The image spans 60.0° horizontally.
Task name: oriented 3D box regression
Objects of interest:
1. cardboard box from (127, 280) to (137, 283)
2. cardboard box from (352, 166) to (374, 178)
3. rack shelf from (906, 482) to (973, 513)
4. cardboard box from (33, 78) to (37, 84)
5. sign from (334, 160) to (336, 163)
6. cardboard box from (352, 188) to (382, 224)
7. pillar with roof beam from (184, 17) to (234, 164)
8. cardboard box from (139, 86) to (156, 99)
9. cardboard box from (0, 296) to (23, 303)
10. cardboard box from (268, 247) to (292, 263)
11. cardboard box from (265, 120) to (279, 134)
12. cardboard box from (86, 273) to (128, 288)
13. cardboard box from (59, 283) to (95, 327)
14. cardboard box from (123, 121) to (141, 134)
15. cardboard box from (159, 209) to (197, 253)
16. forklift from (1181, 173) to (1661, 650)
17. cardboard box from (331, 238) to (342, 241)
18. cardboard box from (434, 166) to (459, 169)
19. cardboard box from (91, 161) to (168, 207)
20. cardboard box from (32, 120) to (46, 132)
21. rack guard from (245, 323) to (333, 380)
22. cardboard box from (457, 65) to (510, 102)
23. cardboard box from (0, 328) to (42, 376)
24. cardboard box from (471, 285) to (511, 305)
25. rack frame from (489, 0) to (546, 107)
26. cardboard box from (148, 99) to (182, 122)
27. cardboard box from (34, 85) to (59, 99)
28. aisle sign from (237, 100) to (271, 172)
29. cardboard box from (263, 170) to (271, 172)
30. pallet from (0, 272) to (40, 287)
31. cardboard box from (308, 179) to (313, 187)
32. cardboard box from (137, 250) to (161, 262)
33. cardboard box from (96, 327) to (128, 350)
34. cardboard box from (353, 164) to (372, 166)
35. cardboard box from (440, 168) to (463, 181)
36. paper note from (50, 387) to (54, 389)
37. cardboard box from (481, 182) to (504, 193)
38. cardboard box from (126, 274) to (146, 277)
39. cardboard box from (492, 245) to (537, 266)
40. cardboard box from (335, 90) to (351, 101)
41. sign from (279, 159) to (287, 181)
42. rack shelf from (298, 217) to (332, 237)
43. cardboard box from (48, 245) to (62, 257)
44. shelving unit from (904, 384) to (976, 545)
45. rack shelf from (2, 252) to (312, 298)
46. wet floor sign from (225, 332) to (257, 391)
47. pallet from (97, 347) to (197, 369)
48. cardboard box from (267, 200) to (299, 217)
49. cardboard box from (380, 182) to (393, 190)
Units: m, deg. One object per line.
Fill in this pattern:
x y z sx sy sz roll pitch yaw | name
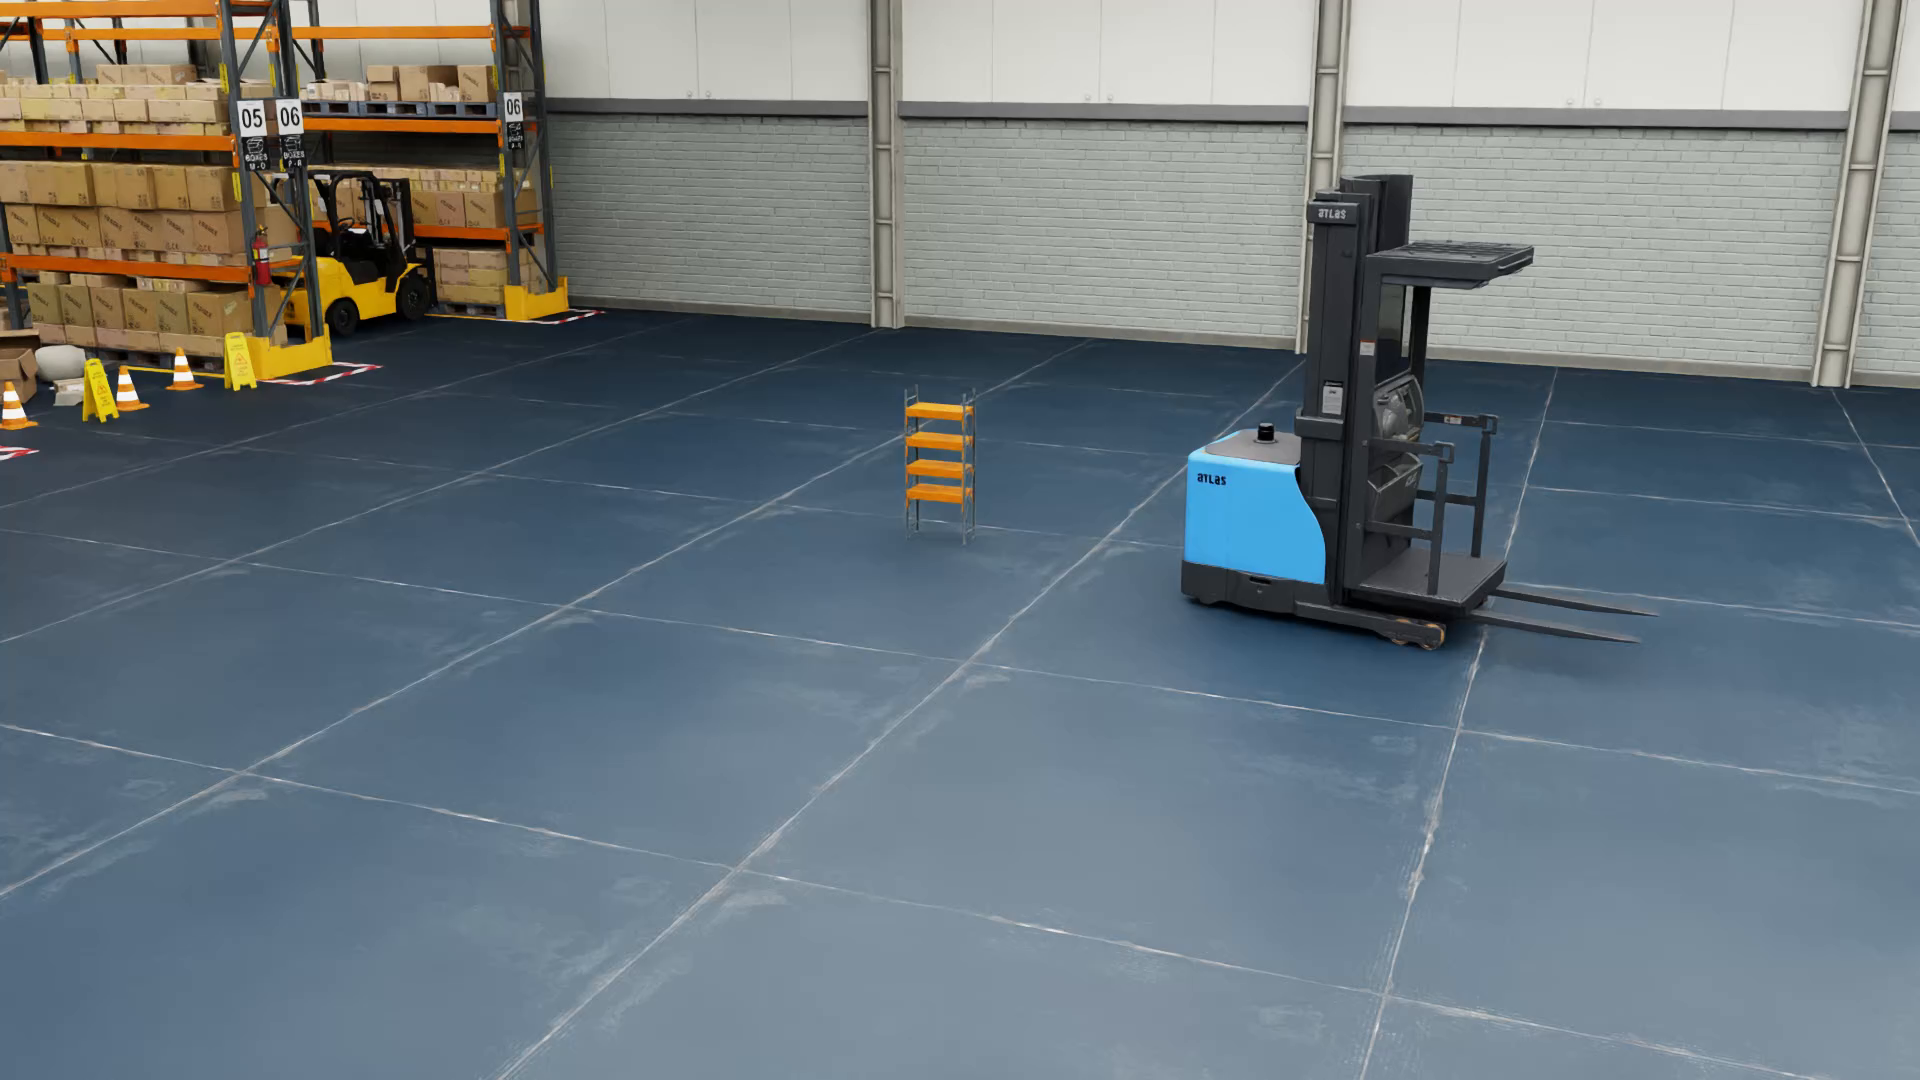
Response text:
-10.226 -3.054 21.146 0.500 0.500 0.500 7 18 24 | cardboard box
-8.848 -5.488 24.820 0.250 0.149 0.380 6 17 20 | cardboard box
-0.154 -0.338 13.139 0.480 0.148 0.258 6 17 21 | rack shelf
-14.627 -7.333 26.694 0.250 0.149 0.380 6 17 19 | cardboard box
-9.803 -5.792 26.051 0.005 0.325 0.100 6 17 21 | sign
-8.727 -5.029 24.937 0.500 0.500 0.500 6 17 20 | cardboard box
-13.763 -7.469 22.760 0.400 9.000 9.100 6 17 21 | pillar with roof beam
-9.437 -5.282 19.629 0.250 0.149 0.380 6 17 21 | cardboard box
-12.982 -2.972 21.992 0.625 0.372 0.950 7 18 24 | cardboard box
-8.342 -3.465 20.181 0.250 0.149 0.380 6 17 21 | cardboard box
-8.292 -4.936 19.865 0.250 0.149 0.380 6 17 21 | cardboard box
-10.549 -3.222 20.562 0.250 0.149 0.380 7 18 24 | cardboard box
-10.871 -2.966 20.844 0.500 0.500 0.500 7 18 23 | cardboard box
-9.718 -4.920 19.810 0.250 0.149 0.380 6 17 19 | cardboard box
-9.172 -3.725 19.912 0.500 0.500 0.500 6 17 21 | cardboard box
3.071 -0.868 10.905 3.031 2.935 1.130 10 19 31 | forklift
-9.477 -4.556 25.871 0.500 0.250 0.500 7 17 22 | cardboard box
-7.688 -5.538 24.995 0.250 0.149 0.380 6 17 19 | cardboard box
-10.051 -4.331 20.204 0.500 0.500 0.700 6 17 20 | cardboard box
-11.129 -5.093 20.408 0.250 0.149 0.380 6 17 21 | cardboard box
-8.173 -2.305 20.217 0.348 0.500 1.175 6 17 21 | rack guard
-6.786 -6.506 23.711 0.500 0.500 0.500 7 18 22 | cardboard box
-11.326 -2.245 20.006 0.500 0.500 0.500 -9 18 -27 | cardboard box
-6.838 -3.633 24.485 0.500 0.250 0.500 6 17 21 | cardboard box
-6.285 -7.666 23.441 0.127 3.000 1.000 6 17 21 | rack frame
-9.140 -5.047 19.533 0.500 0.250 0.500 6 17 20 | cardboard box
-10.921 -5.411 20.071 0.250 0.149 0.380 6 17 20 | cardboard box
-8.151 -4.665 19.198 0.004 0.787 0.394 6 17 21 | aisle sign
-10.961 -5.733 26.199 0.250 0.149 0.380 6 17 20 | cardboard box
-15.538 -4.476 28.213 1.213 0.211 1.003 6 17 21 | pallet
-9.806 -5.453 25.235 0.250 0.149 0.380 6 17 20 | cardboard box
-9.744 -3.472 20.205 0.250 0.149 0.380 6 17 20 | cardboard box
-10.378 -2.552 20.764 0.500 0.250 0.500 6 17 20 | cardboard box
-9.128 -5.683 25.492 0.250 0.149 0.380 6 17 20 | cardboard box
-7.394 -5.351 24.351 0.250 0.149 0.380 6 17 21 | cardboard box
-10.447 -1.773 19.245 0.142 0.019 0.148 14 21 40 | paper note
-6.710 -5.108 24.045 0.250 0.149 0.380 7 17 21 | cardboard box
-13.151 -4.598 27.137 0.625 0.625 0.875 7 18 22 | cardboard box
-6.662 -4.245 24.801 0.500 0.250 0.500 6 17 20 | cardboard box
-8.985 -6.561 24.531 0.250 0.149 0.380 7 18 22 | cardboard box
-10.196 -5.571 25.048 0.005 0.325 0.100 6 17 21 | sign
-11.866 -5.054 26.492 4.000 0.370 1.077 6 17 21 | rack shelf
-11.136 -3.639 20.779 0.250 0.149 0.380 6 17 20 | cardboard box
-0.154 -0.593 13.065 0.503 1.200 0.258 6 17 21 | shelving unit
-9.963 -3.357 20.647 4.000 0.370 1.077 6 17 21 | rack shelf
-8.318 -2.070 19.147 0.232 0.644 0.267 14 21 40 | wet floor sign
-10.047 -2.384 21.006 1.213 0.211 1.003 6 17 21 | pallet
-10.570 -5.106 25.652 0.500 0.250 0.500 7 17 22 | cardboard box
-8.374 -5.290 24.672 0.250 0.149 0.380 6 17 19 | cardboard box
